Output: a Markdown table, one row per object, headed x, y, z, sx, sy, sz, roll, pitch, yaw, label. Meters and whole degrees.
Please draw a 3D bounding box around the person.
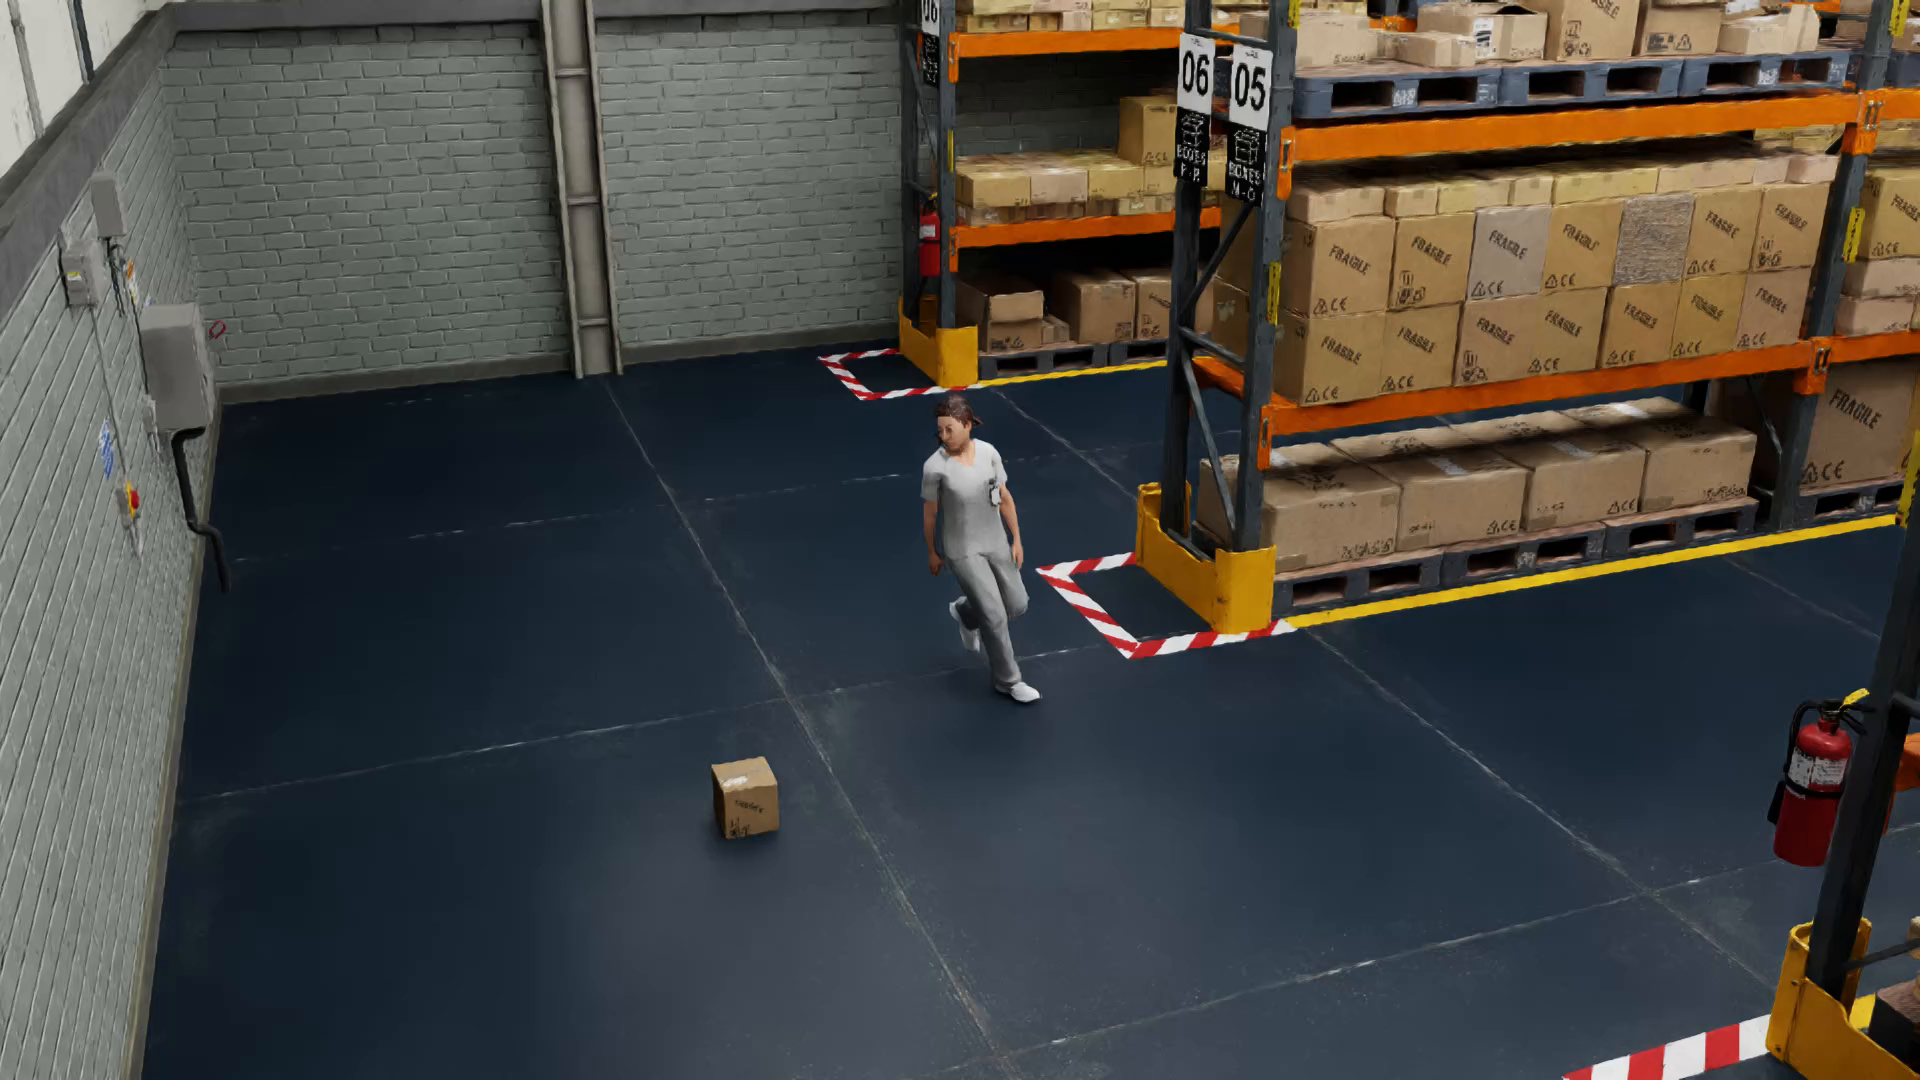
| x | y | z | sx | sy | sz | roll | pitch | yaw | label |
| --- | --- | --- | --- | --- | --- | --- | --- | --- | --- |
| 0.071 | 0.035 | 8.575 | 0.505 | 1.621 | 0.733 | -14 | 27 | -31 | person |
